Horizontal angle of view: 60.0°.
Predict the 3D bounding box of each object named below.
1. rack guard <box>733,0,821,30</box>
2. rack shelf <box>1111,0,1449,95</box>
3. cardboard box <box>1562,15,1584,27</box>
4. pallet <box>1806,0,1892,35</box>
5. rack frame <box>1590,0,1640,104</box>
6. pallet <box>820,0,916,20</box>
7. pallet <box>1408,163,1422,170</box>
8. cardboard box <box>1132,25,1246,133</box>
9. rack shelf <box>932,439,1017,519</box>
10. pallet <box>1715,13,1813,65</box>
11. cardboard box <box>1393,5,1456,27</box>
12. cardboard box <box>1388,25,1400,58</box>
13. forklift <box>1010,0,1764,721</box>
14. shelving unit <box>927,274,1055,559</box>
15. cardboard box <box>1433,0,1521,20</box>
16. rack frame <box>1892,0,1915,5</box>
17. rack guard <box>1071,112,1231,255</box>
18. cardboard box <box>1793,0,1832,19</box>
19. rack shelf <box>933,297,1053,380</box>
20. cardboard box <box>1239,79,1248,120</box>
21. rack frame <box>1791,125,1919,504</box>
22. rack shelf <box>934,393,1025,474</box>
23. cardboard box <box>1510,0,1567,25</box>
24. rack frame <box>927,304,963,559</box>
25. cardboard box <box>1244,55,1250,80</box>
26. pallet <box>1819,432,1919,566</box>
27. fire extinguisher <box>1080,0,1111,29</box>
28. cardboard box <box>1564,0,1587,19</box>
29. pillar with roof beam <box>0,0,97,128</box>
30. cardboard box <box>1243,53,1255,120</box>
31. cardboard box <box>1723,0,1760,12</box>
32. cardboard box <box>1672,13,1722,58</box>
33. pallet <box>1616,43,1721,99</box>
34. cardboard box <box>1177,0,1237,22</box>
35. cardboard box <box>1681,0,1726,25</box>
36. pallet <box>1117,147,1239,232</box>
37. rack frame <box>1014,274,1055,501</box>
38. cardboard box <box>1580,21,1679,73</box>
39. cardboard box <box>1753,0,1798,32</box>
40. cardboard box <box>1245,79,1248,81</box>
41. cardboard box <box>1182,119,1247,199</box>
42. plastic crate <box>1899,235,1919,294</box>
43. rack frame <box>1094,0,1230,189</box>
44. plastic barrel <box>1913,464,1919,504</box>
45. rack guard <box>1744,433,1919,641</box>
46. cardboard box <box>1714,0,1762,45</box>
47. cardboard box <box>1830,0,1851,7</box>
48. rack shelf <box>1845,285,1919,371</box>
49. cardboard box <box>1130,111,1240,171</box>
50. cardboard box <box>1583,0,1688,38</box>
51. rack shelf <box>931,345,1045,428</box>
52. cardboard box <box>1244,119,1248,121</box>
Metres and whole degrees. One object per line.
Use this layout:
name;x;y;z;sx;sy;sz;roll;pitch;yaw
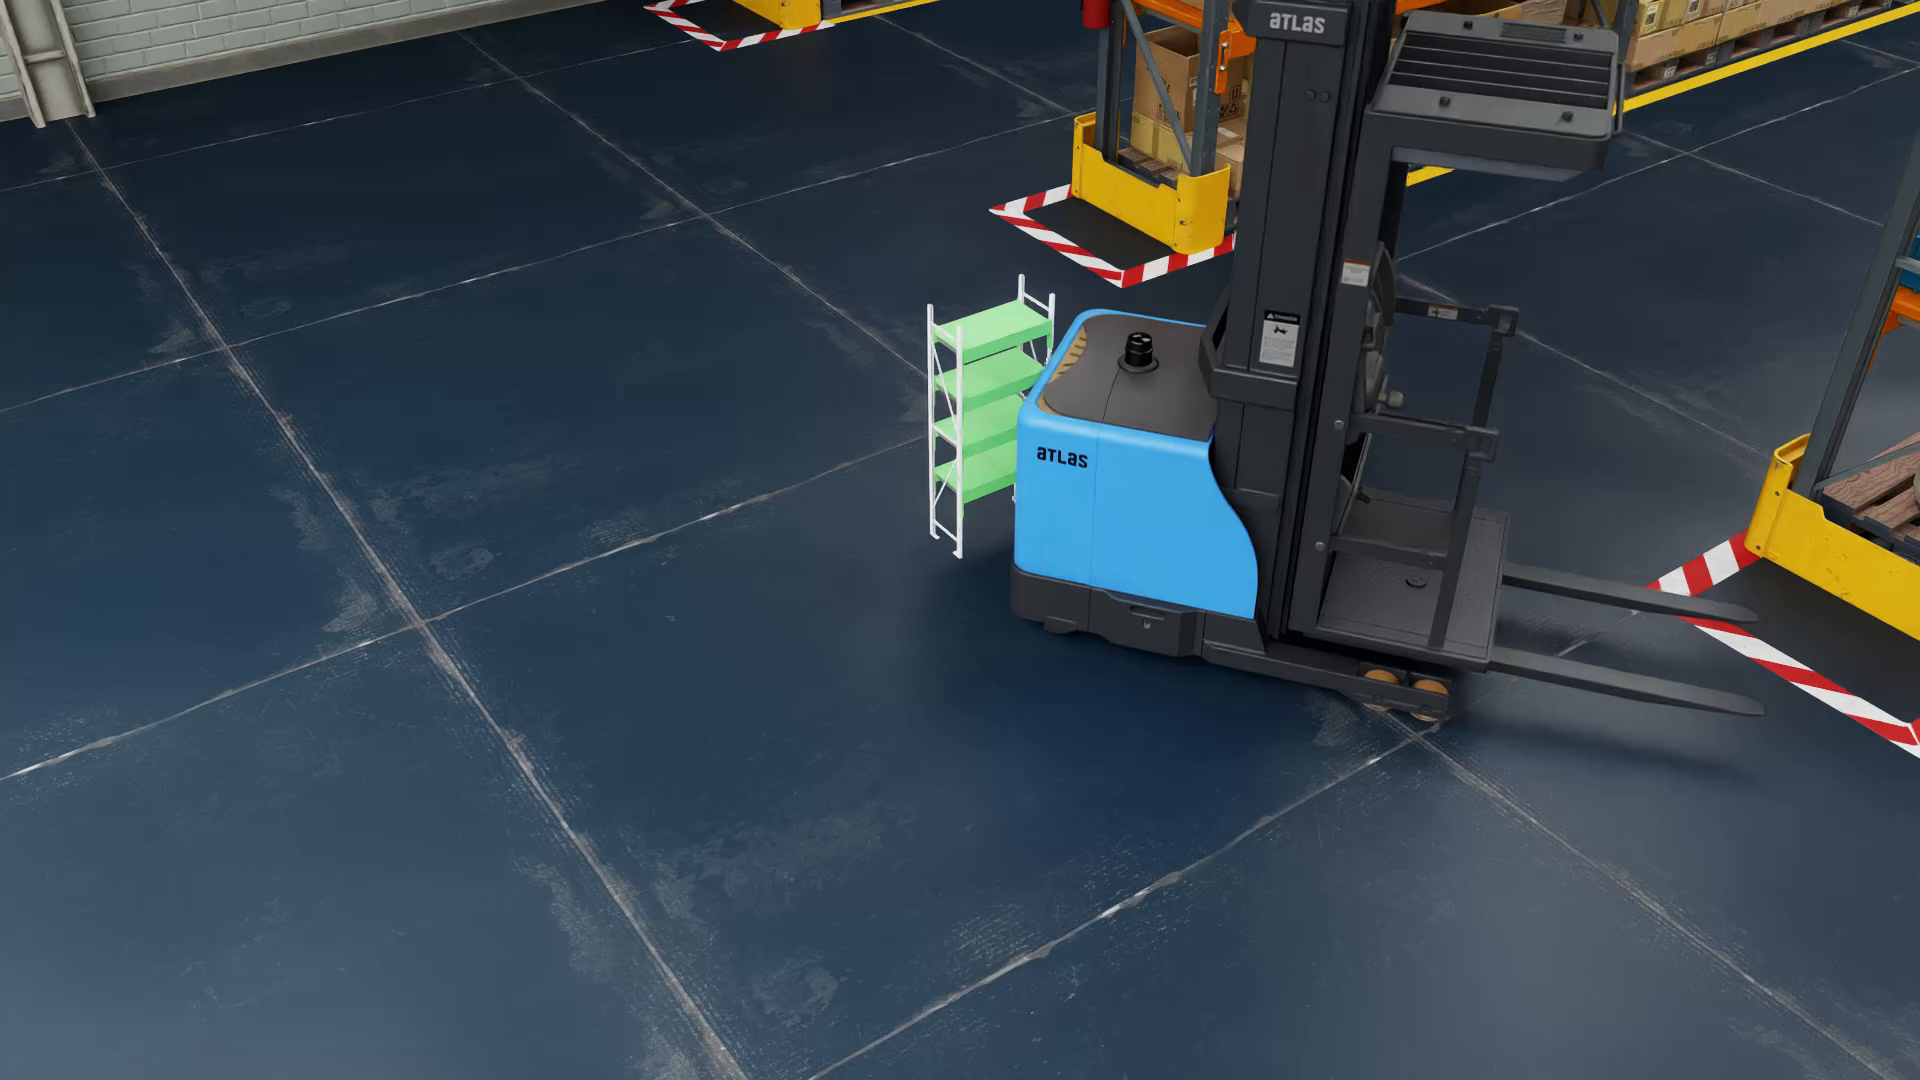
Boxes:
rack guard;-1.593;-4.666;13.810;0.348;0.500;1.175;-22;41;-28
rack shelf;2.837;-3.673;10.905;4.000;0.370;1.077;-22;41;-28
cardboard box;4.644;-3.970;12.697;0.500;0.250;0.500;-23;42;-28
pallet;7.046;-4.593;13.956;1.213;0.211;1.003;-22;41;-28
rack frame;4.472;-4.638;11.630;0.127;3.000;1.000;-22;41;-28
pallet;-0.908;-4.806;14.251;1.213;0.211;1.003;-22;41;-28
pallet;2.799;-2.846;11.526;1.213;0.211;1.003;-22;41;-28
cardboard box;1.469;-2.974;10.669;0.500;0.500;0.500;-22;41;-28
rack shelf;0.135;-0.296;7.655;0.480;0.148;0.258;-22;41;-28
pallet;6.049;-4.185;13.389;1.213;0.211;1.003;-22;41;-28
cardboard box;2.996;-3.229;11.023;0.500;0.500;0.500;-22;41;-28
cardboard box;2.577;-3.069;10.801;0.500;0.500;0.500;-22;41;-28
forklift;1.790;-0.808;6.364;3.031;2.935;1.130;12;37;16
shelving unit;0.135;-0.543;7.477;0.503;1.200;0.258;-22;41;-28
cardboard box;3.397;-3.404;11.267;0.500;0.500;0.500;-22;41;-28
rack frame;7.741;-5.984;13.501;0.127;3.000;1.000;-22;41;-28
rack guard;1.182;-2.270;10.478;0.348;0.500;1.175;-22;41;-28
cardboard box;6.620;-4.402;13.296;0.500;0.250;0.500;-21;41;-27
rack shelf;0.135;-0.881;7.234;0.480;0.148;0.258;-22;41;-28
cardboard box;1.872;-2.842;11.128;0.500;0.250;0.500;-22;41;-28
rack frame;4.052;-0.927;6.471;0.127;3.000;1.000;-22;41;-28
rack shelf;0.135;-0.491;7.514;0.480;0.148;0.258;-22;41;-28
cardboard box;3.803;-3.574;11.503;0.500;0.500;0.500;-22;41;-28
rack frame;-0.064;-0.461;7.363;0.015;1.200;0.240;-22;41;-28
cardboard box;2.278;-3.317;11.146;0.500;0.500;0.500;-22;41;-28
pallet;4.755;-0.114;7.728;1.213;0.211;1.003;-22;41;-28
fire extinguisher;0.838;-3.443;10.035;0.183;0.674;0.296;-22;41;-28
cardboard box;4.638;-4.193;12.526;0.500;0.311;0.500;-22;41;-28
pillar with roof beam;-4.005;-4.667;6.532;0.400;9.000;9.100;-22;41;-28
cardboard box;2.176;-2.895;10.559;0.500;0.500;0.500;-22;41;-28
cardboard box;5.787;-4.281;12.648;0.500;0.311;0.500;-24;42;-29
cardboard box;5.363;-3.881;12.573;0.500;0.250;0.500;-21;41;-27
pallet;5.051;-3.773;12.815;1.213;0.211;1.003;-22;41;-28
cardboard box;1.591;-3.484;9.940;0.500;0.500;0.700;-22;41;-28
cardboard box;5.365;-4.106;12.405;0.500;0.311;0.500;-23;42;-28
pallet;1.803;-2.438;10.959;1.213;0.211;1.003;-22;41;-28
rack frame;0.335;-0.625;7.591;0.015;1.200;0.240;-22;41;-28
cardboard box;4.944;-3.710;12.334;0.500;0.250;0.500;-23;42;-29
cardboard box;6.201;-4.227;13.054;0.500;0.250;0.500;-22;41;-27
cardboard box;2.280;-3.011;11.363;0.500;0.250;0.500;-22;41;-28
cardboard box;1.769;-2.421;10.543;0.500;0.250;0.500;-22;41;-28
plastic crate;4.289;-1.178;6.947;0.616;0.251;0.499;-22;41;-28
rack frame;1.202;-3.293;9.759;0.127;3.000;1.000;-22;41;-28
plastic barrel;4.546;-0.346;7.433;0.421;0.512;0.421;0;36;0
rack guard;4.087;0.039;7.267;0.348;0.500;1.175;-22;41;-28
cardboard box;5.784;-4.057;12.817;0.500;0.250;0.500;-24;42;-29
cardboard box;7.032;-4.569;13.530;0.500;0.250;0.500;-23;42;-28
rack shelf;5.687;-1.308;7.616;4.000;0.370;1.077;-22;41;-28
cardboard box;1.470;-2.668;10.886;0.500;0.250;0.500;-22;41;-28
cardboard box;4.953;-3.940;12.174;0.500;0.311;0.500;-22;41;-28
rack shelf;0.135;-0.686;7.374;0.480;0.148;0.258;-22;41;-28
cardboard box;2.175;-2.591;10.779;0.500;0.250;0.500;-22;41;-28
